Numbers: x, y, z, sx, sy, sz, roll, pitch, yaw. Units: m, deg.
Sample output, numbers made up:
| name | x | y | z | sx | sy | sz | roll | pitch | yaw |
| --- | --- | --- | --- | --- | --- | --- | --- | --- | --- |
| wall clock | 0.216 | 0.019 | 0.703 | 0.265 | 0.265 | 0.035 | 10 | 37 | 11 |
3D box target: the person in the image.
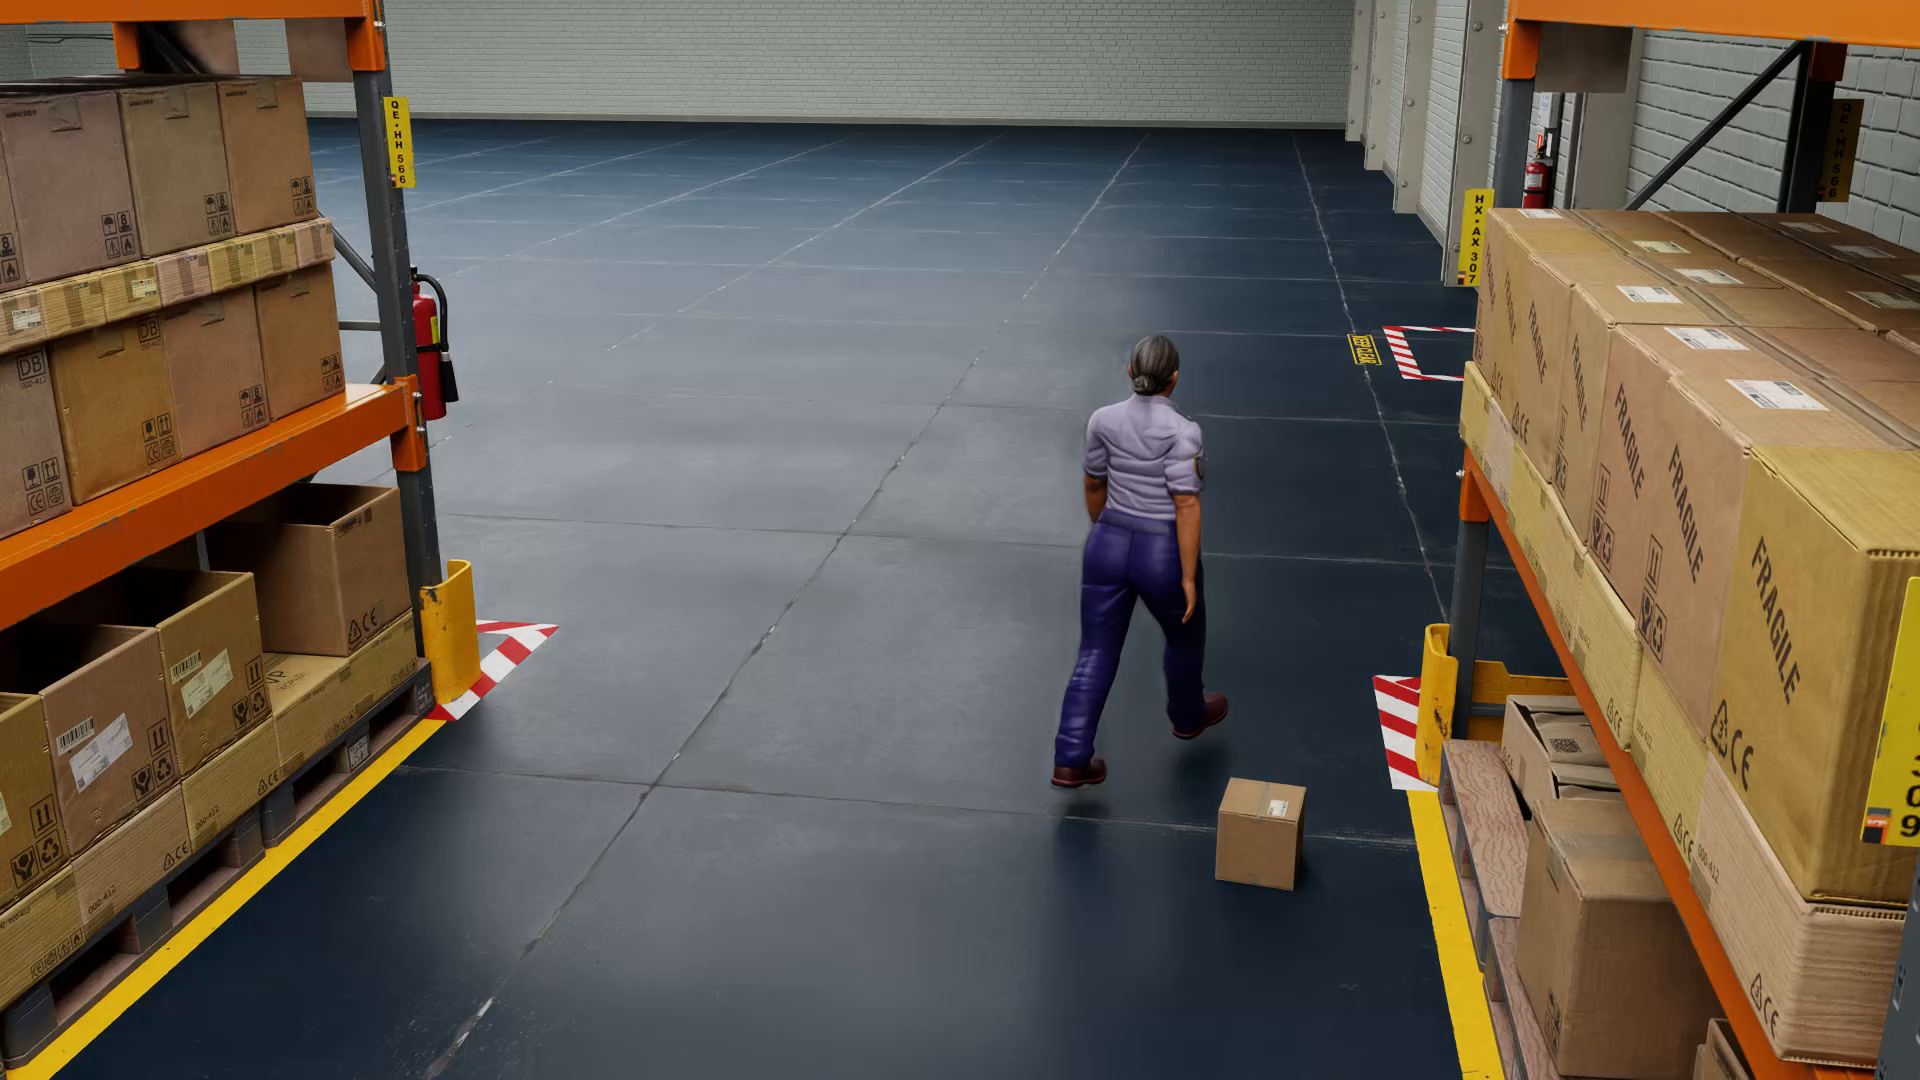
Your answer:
| name | x | y | z | sx | sy | sz | roll | pitch | yaw |
| --- | --- | --- | --- | --- | --- | --- | --- | --- | --- |
| person | 0.660 | 0.053 | 5.933 | 0.515 | 1.595 | 1.036 | 10 | 20 | 27 |
